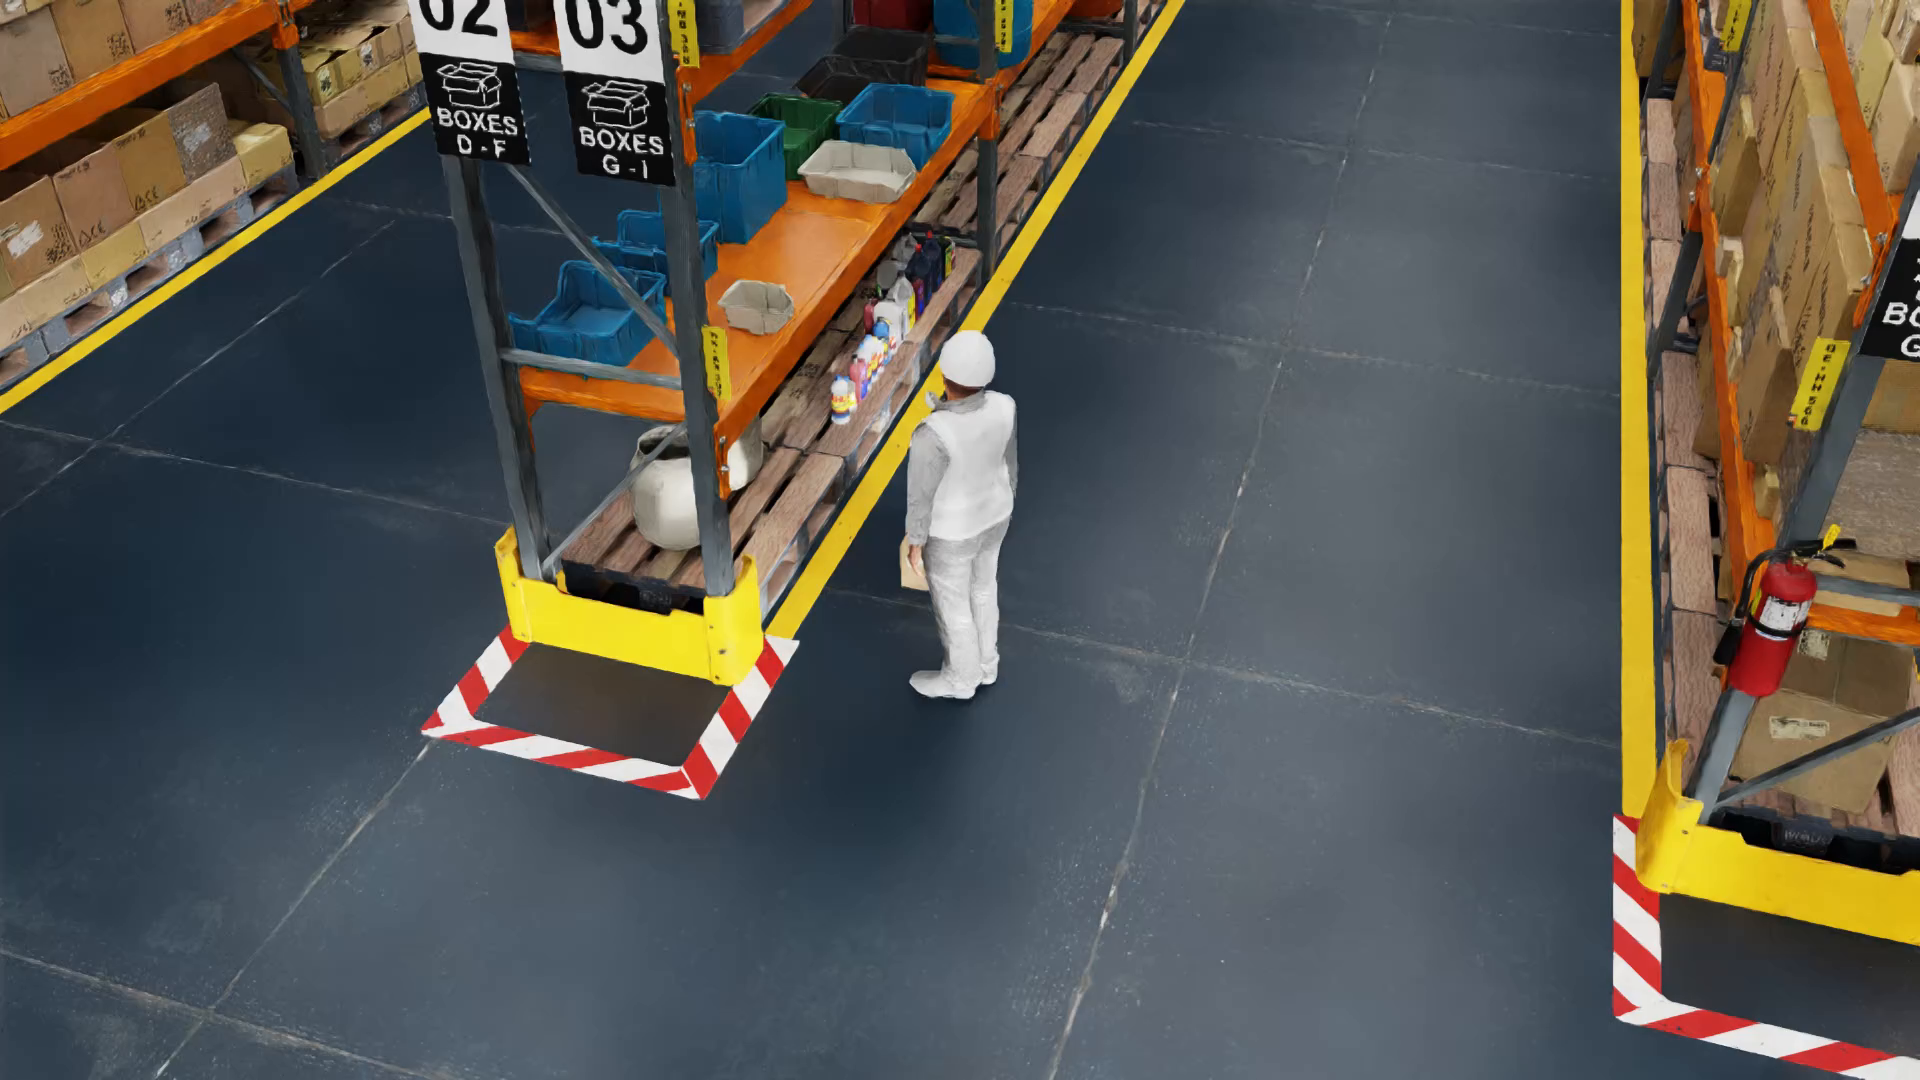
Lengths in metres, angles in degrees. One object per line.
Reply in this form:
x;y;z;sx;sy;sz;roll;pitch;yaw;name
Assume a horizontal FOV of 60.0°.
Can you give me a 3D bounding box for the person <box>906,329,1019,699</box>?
-0.002;-0.094;6.966;0.582;1.773;0.361;-29;46;-33;person
